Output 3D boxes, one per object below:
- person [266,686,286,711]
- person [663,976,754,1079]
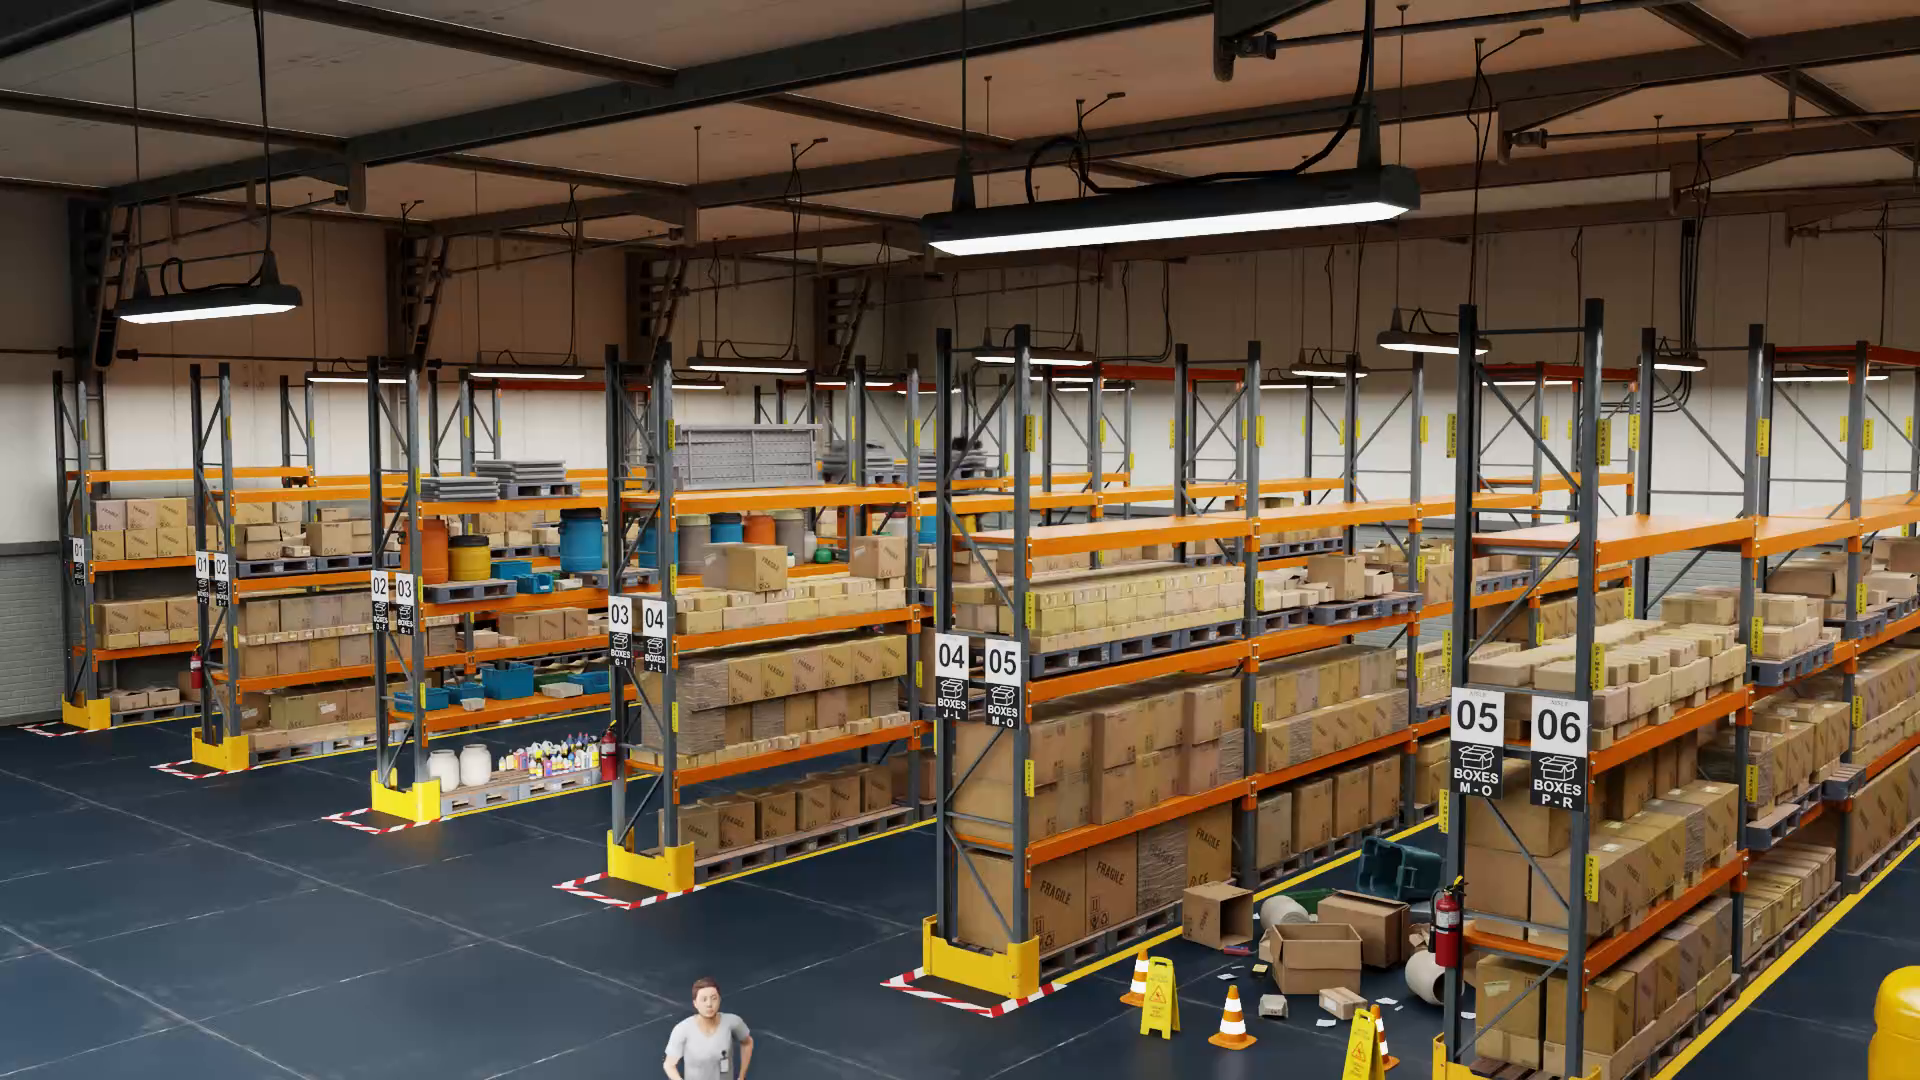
[{"bbox_3d":[-11.178,2.435,27.145,0.571,1.547,0.623,3,5,36],"label":"person"},{"bbox_3d":[-1.585,3.577,10.510,0.570,1.633,0.602,-1,4,-8],"label":"person"}]
